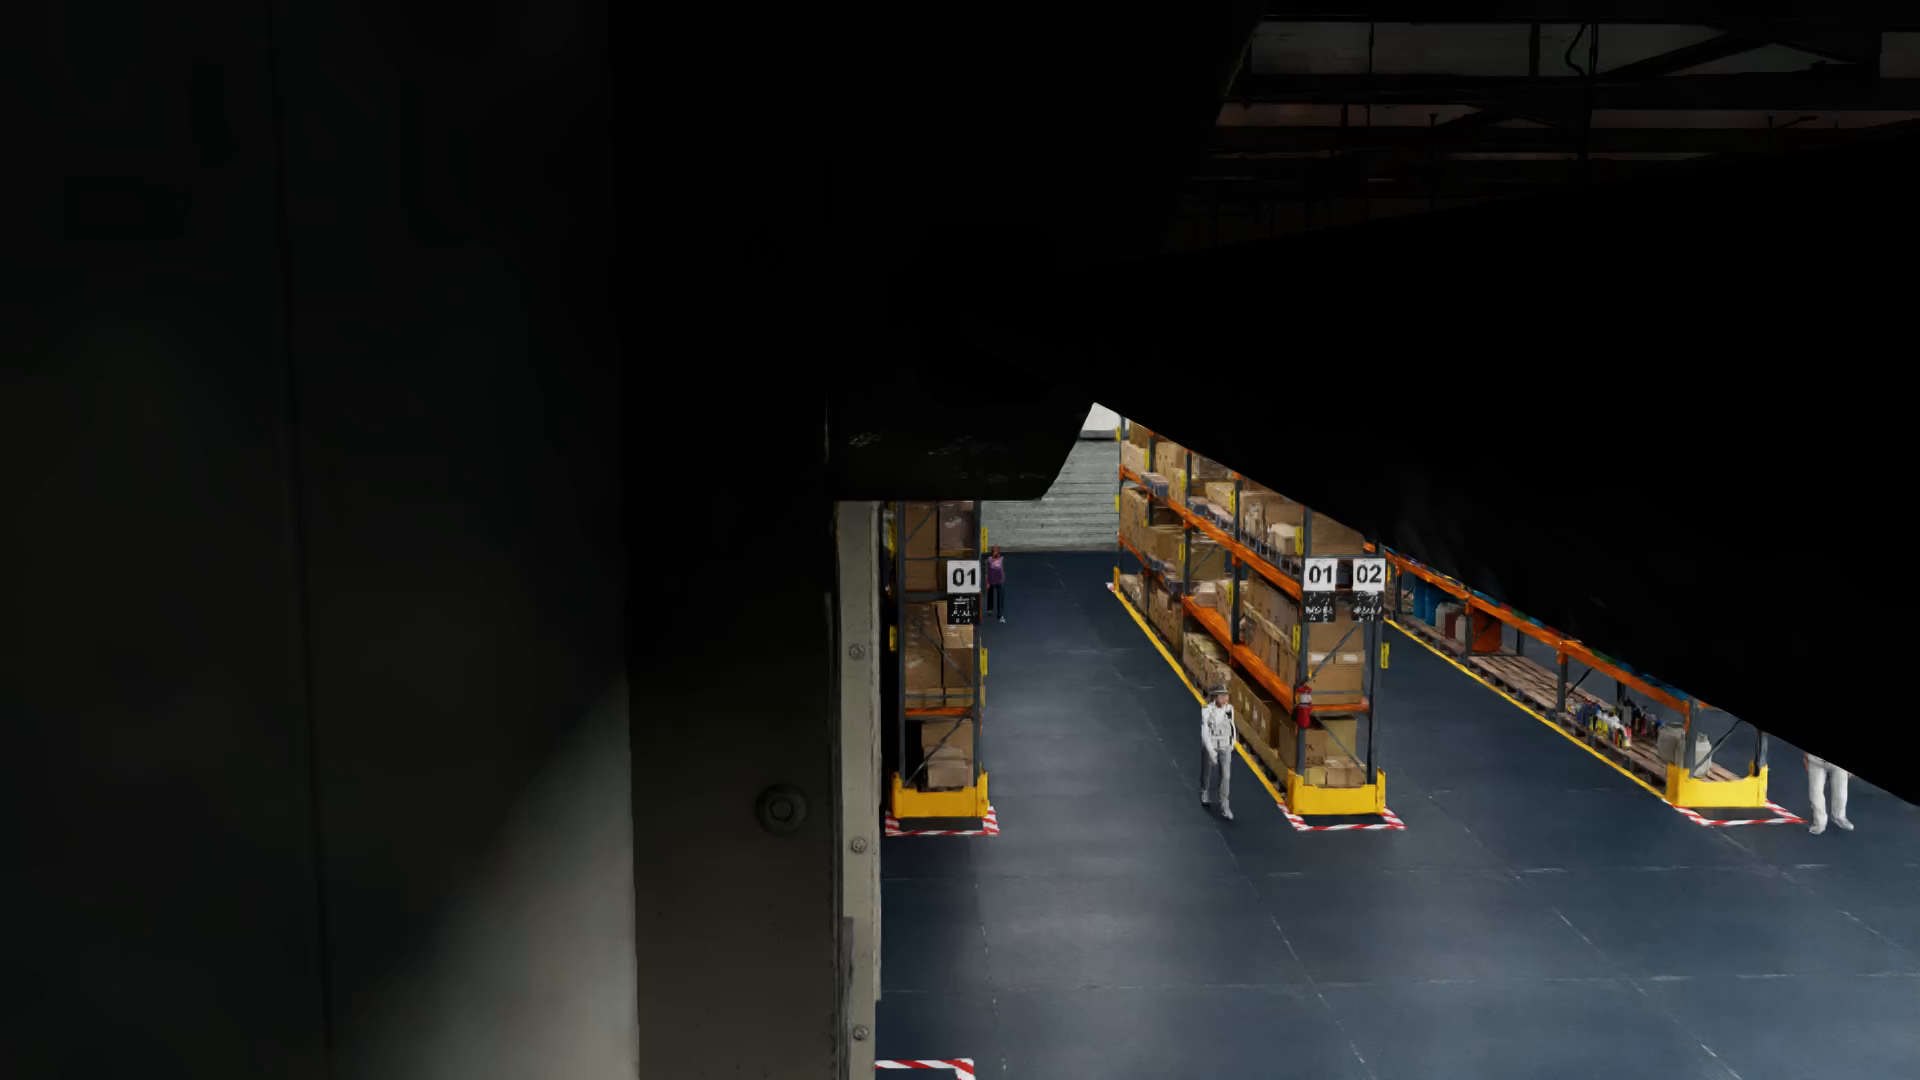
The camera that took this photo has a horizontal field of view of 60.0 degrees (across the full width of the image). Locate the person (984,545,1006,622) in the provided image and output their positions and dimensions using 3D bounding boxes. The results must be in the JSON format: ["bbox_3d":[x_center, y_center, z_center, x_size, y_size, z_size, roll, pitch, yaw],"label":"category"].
[{"bbox_3d":[0.681,0.829,32.947,0.419,1.514,1.032,-1,8,-5],"label":"person"}]

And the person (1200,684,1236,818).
[{"bbox_3d":[3.207,2.553,20.584,0.480,1.612,0.974,-1,8,-5],"label":"person"}]

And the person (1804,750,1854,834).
[{"bbox_3d":[10.411,2.623,19.896,0.595,1.747,0.584,6,10,36],"label":"person"}]
